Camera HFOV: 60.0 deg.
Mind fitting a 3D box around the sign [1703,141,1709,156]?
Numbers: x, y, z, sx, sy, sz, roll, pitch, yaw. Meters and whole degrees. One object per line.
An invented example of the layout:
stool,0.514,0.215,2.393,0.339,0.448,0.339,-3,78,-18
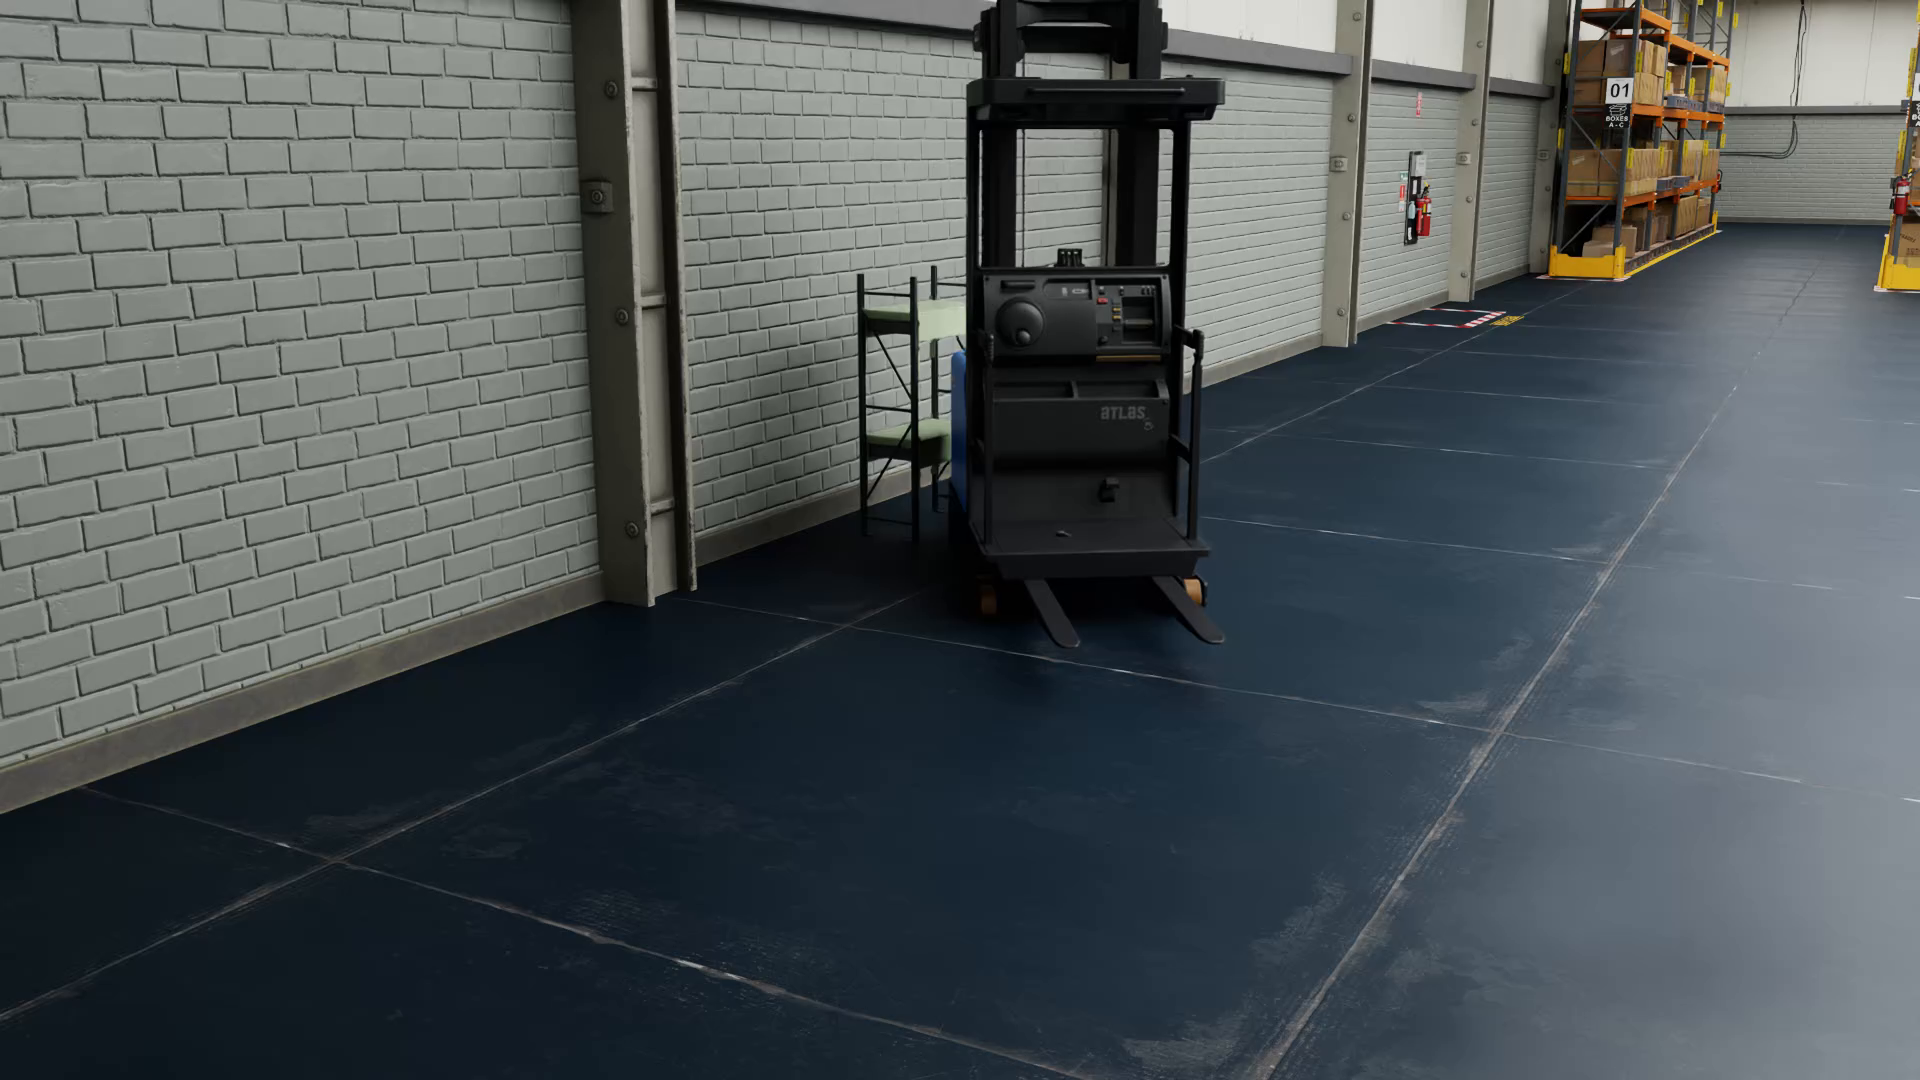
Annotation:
sign,16.732,-8.796,37.316,0.100,0.325,0.005,7,15,28

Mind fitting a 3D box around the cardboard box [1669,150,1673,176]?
cardboard box,14.100,-7.675,33.817,0.700,0.500,0.500,5,15,21

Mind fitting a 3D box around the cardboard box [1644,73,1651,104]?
cardboard box,11.370,-7.639,28.163,0.500,0.500,0.500,8,16,31

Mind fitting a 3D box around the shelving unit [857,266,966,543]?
shelving unit,-0.203,-0.810,9.694,0.431,1.500,0.755,9,16,33

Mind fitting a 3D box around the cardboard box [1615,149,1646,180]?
cardboard box,11.448,-6.440,28.522,0.500,0.500,0.500,7,15,26

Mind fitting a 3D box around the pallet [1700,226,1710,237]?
pallet,17.277,-7.374,39.669,1.003,0.211,1.213,7,15,28

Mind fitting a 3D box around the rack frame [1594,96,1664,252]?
rack frame,12.385,-6.690,30.881,1.000,3.000,0.127,7,15,28

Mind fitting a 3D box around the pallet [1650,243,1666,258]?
pallet,13.349,-5.745,32.914,1.003,0.211,1.213,7,15,28

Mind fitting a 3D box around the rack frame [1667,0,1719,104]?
rack frame,16.252,-11.247,36.986,1.000,3.000,0.127,7,15,28

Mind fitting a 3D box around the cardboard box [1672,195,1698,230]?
cardboard box,16.052,-7.342,37.278,0.750,0.750,0.750,8,15,29

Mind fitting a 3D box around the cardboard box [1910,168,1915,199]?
cardboard box,15.276,-5.560,25.981,0.700,0.500,0.500,8,16,29

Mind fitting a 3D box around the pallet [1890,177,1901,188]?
pallet,18.923,-7.003,32.593,1.213,0.211,1.003,7,15,28

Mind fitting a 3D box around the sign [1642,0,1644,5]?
sign,13.831,-11.020,33.712,0.100,0.325,0.005,7,15,28

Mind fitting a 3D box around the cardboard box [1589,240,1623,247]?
cardboard box,11.140,-5.024,28.773,0.500,0.311,0.500,9,16,33

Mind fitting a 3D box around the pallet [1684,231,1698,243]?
pallet,15.945,-6.808,37.324,1.003,0.211,1.213,7,15,28

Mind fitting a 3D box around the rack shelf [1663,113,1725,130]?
rack shelf,17.219,-9.850,39.124,1.077,0.370,4.000,7,15,28

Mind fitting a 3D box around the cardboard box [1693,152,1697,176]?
cardboard box,15.762,-8.203,36.267,0.500,0.500,0.500,7,15,28

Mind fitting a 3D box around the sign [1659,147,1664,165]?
sign,12.864,-7.051,30.531,0.100,0.325,0.005,7,15,28

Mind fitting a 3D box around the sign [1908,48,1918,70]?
sign,14.321,-7.223,24.973,0.100,0.325,0.005,7,15,28

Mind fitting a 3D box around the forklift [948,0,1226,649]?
forklift,0.599,-1.133,7.979,1.130,2.935,3.031,-1,14,-6

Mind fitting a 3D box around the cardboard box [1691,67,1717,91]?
cardboard box,16.842,-10.448,37.682,0.500,0.500,0.500,7,15,28

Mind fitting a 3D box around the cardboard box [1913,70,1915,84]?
cardboard box,15.115,-7.232,25.857,0.500,0.250,0.500,7,15,28

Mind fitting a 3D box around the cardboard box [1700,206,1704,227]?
cardboard box,17.199,-7.669,39.383,0.700,0.500,0.500,8,16,29

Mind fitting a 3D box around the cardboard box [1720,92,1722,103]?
cardboard box,17.814,-10.502,39.507,0.500,0.250,0.500,7,15,26

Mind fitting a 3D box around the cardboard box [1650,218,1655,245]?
cardboard box,13.214,-6.053,32.635,0.700,0.500,0.500,8,15,29

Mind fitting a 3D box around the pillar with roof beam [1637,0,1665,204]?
pillar with roof beam,19.602,-11.001,35.965,9.100,9.000,0.400,7,15,28

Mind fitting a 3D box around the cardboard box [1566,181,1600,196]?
cardboard box,10.508,-5.924,27.981,0.500,0.250,0.500,8,16,29

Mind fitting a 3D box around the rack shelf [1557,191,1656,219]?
rack shelf,11.418,-5.930,29.264,1.077,0.370,4.000,7,15,28

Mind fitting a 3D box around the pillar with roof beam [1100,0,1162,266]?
pillar with roof beam,5.099,-4.846,10.435,9.100,9.000,0.400,7,15,28

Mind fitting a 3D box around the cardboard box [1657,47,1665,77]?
cardboard box,12.123,-8.444,29.371,0.500,0.500,0.500,8,16,31

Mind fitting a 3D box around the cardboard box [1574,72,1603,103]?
cardboard box,10.431,-7.500,27.586,0.500,0.500,0.500,9,16,32

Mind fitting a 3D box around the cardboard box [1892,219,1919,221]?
cardboard box,15.502,-4.993,27.217,0.500,0.500,0.500,7,15,28

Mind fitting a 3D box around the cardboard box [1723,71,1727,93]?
cardboard box,18.071,-10.973,39.860,0.500,0.500,0.500,7,15,28

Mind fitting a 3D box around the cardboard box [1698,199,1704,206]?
cardboard box,17.281,-7.934,39.095,0.380,0.149,0.250,7,15,26

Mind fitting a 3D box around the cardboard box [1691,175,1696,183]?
cardboard box,15.994,-7.954,36.618,0.380,0.149,0.250,7,15,28

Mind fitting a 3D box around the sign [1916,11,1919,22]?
sign,22.049,-12.062,38.202,0.100,0.325,0.005,7,15,28

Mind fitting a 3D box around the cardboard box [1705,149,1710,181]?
cardboard box,16.887,-8.735,38.727,0.980,0.700,0.700,7,15,27

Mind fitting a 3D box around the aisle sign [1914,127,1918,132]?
aisle sign,22.300,-9.902,38.660,0.394,0.787,0.004,7,15,28

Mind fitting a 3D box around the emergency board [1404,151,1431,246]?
emergency board,5.904,-4.377,21.288,0.194,1.169,0.643,7,15,28

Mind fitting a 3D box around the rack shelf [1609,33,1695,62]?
rack shelf,13.352,-9.472,32.011,1.077,0.370,4.000,7,15,28

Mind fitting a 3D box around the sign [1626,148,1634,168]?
sign,10.926,-6.228,27.121,0.100,0.325,0.005,7,15,28

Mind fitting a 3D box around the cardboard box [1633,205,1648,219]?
cardboard box,13.184,-6.404,32.490,0.500,0.250,0.500,7,15,26

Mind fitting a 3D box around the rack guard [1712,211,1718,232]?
rack guard,18.198,-7.941,41.407,1.175,0.500,0.348,7,15,28

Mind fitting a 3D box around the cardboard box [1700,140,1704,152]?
cardboard box,16.250,-8.774,37.035,0.500,0.250,0.500,8,16,29

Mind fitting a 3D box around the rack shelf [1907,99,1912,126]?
rack shelf,15.756,-6.827,26.587,1.077,0.370,4.000,7,15,28

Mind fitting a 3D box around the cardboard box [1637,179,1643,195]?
cardboard box,11.455,-6.082,28.638,0.500,0.250,0.500,7,15,27

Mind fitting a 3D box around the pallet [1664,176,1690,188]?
pallet,14.067,-7.259,33.651,1.213,0.211,1.003,7,15,28

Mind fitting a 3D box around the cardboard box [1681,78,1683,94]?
cardboard box,14.713,-9.452,34.786,0.700,0.500,0.500,6,15,25

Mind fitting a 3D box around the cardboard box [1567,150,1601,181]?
cardboard box,10.493,-6.291,27.906,0.500,0.500,0.500,7,15,27

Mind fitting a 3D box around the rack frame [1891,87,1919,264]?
rack frame,14.789,-5.308,25.152,1.000,3.000,0.127,7,15,28
